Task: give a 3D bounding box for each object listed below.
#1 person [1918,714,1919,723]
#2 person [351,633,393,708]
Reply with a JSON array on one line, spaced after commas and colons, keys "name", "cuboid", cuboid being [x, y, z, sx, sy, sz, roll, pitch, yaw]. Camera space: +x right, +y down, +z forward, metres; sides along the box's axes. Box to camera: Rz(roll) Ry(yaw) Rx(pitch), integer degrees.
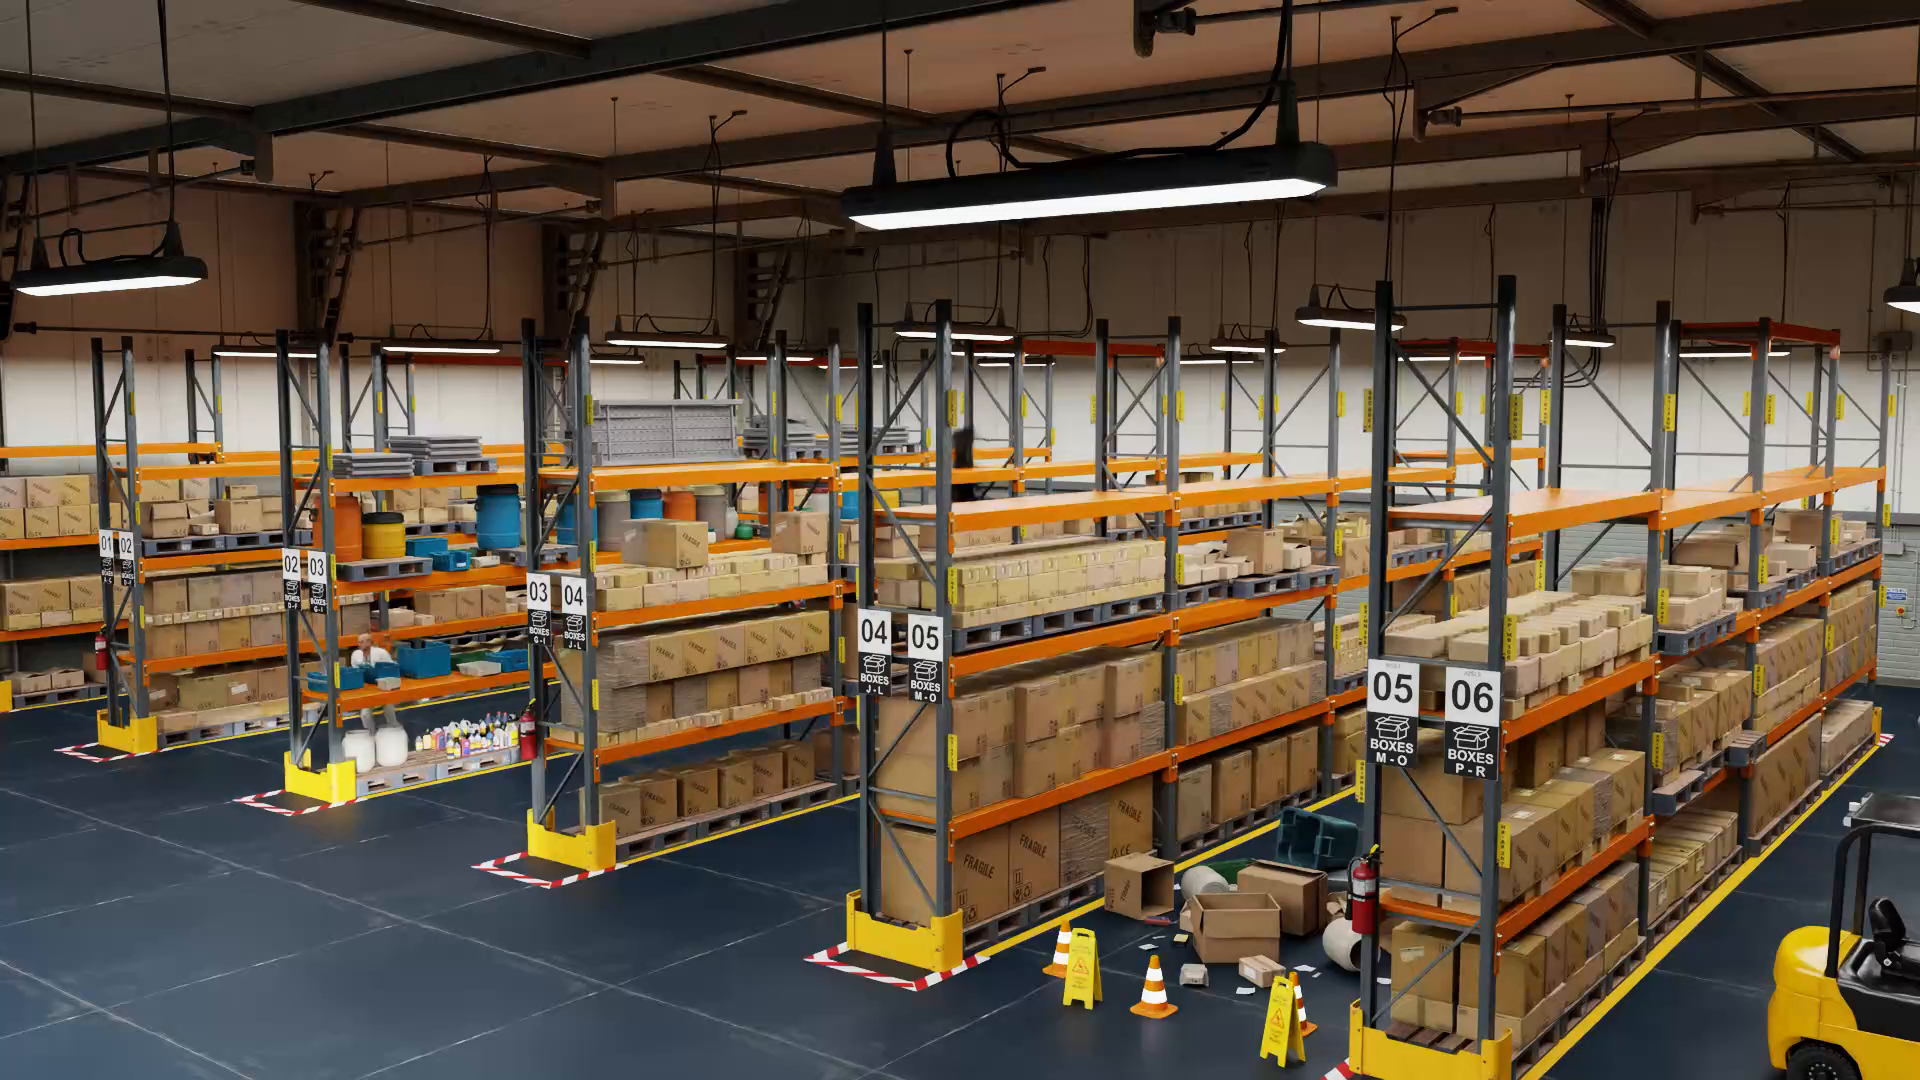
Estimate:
[{"name": "person", "cuboid": [12.846, 2.410, 21.687, 0.619, 1.719, 0.948, 3, 6, 27]}, {"name": "person", "cuboid": [-8.585, 2.220, 24.397, 0.705, 1.738, 0.861, -1, 5, -13]}]
